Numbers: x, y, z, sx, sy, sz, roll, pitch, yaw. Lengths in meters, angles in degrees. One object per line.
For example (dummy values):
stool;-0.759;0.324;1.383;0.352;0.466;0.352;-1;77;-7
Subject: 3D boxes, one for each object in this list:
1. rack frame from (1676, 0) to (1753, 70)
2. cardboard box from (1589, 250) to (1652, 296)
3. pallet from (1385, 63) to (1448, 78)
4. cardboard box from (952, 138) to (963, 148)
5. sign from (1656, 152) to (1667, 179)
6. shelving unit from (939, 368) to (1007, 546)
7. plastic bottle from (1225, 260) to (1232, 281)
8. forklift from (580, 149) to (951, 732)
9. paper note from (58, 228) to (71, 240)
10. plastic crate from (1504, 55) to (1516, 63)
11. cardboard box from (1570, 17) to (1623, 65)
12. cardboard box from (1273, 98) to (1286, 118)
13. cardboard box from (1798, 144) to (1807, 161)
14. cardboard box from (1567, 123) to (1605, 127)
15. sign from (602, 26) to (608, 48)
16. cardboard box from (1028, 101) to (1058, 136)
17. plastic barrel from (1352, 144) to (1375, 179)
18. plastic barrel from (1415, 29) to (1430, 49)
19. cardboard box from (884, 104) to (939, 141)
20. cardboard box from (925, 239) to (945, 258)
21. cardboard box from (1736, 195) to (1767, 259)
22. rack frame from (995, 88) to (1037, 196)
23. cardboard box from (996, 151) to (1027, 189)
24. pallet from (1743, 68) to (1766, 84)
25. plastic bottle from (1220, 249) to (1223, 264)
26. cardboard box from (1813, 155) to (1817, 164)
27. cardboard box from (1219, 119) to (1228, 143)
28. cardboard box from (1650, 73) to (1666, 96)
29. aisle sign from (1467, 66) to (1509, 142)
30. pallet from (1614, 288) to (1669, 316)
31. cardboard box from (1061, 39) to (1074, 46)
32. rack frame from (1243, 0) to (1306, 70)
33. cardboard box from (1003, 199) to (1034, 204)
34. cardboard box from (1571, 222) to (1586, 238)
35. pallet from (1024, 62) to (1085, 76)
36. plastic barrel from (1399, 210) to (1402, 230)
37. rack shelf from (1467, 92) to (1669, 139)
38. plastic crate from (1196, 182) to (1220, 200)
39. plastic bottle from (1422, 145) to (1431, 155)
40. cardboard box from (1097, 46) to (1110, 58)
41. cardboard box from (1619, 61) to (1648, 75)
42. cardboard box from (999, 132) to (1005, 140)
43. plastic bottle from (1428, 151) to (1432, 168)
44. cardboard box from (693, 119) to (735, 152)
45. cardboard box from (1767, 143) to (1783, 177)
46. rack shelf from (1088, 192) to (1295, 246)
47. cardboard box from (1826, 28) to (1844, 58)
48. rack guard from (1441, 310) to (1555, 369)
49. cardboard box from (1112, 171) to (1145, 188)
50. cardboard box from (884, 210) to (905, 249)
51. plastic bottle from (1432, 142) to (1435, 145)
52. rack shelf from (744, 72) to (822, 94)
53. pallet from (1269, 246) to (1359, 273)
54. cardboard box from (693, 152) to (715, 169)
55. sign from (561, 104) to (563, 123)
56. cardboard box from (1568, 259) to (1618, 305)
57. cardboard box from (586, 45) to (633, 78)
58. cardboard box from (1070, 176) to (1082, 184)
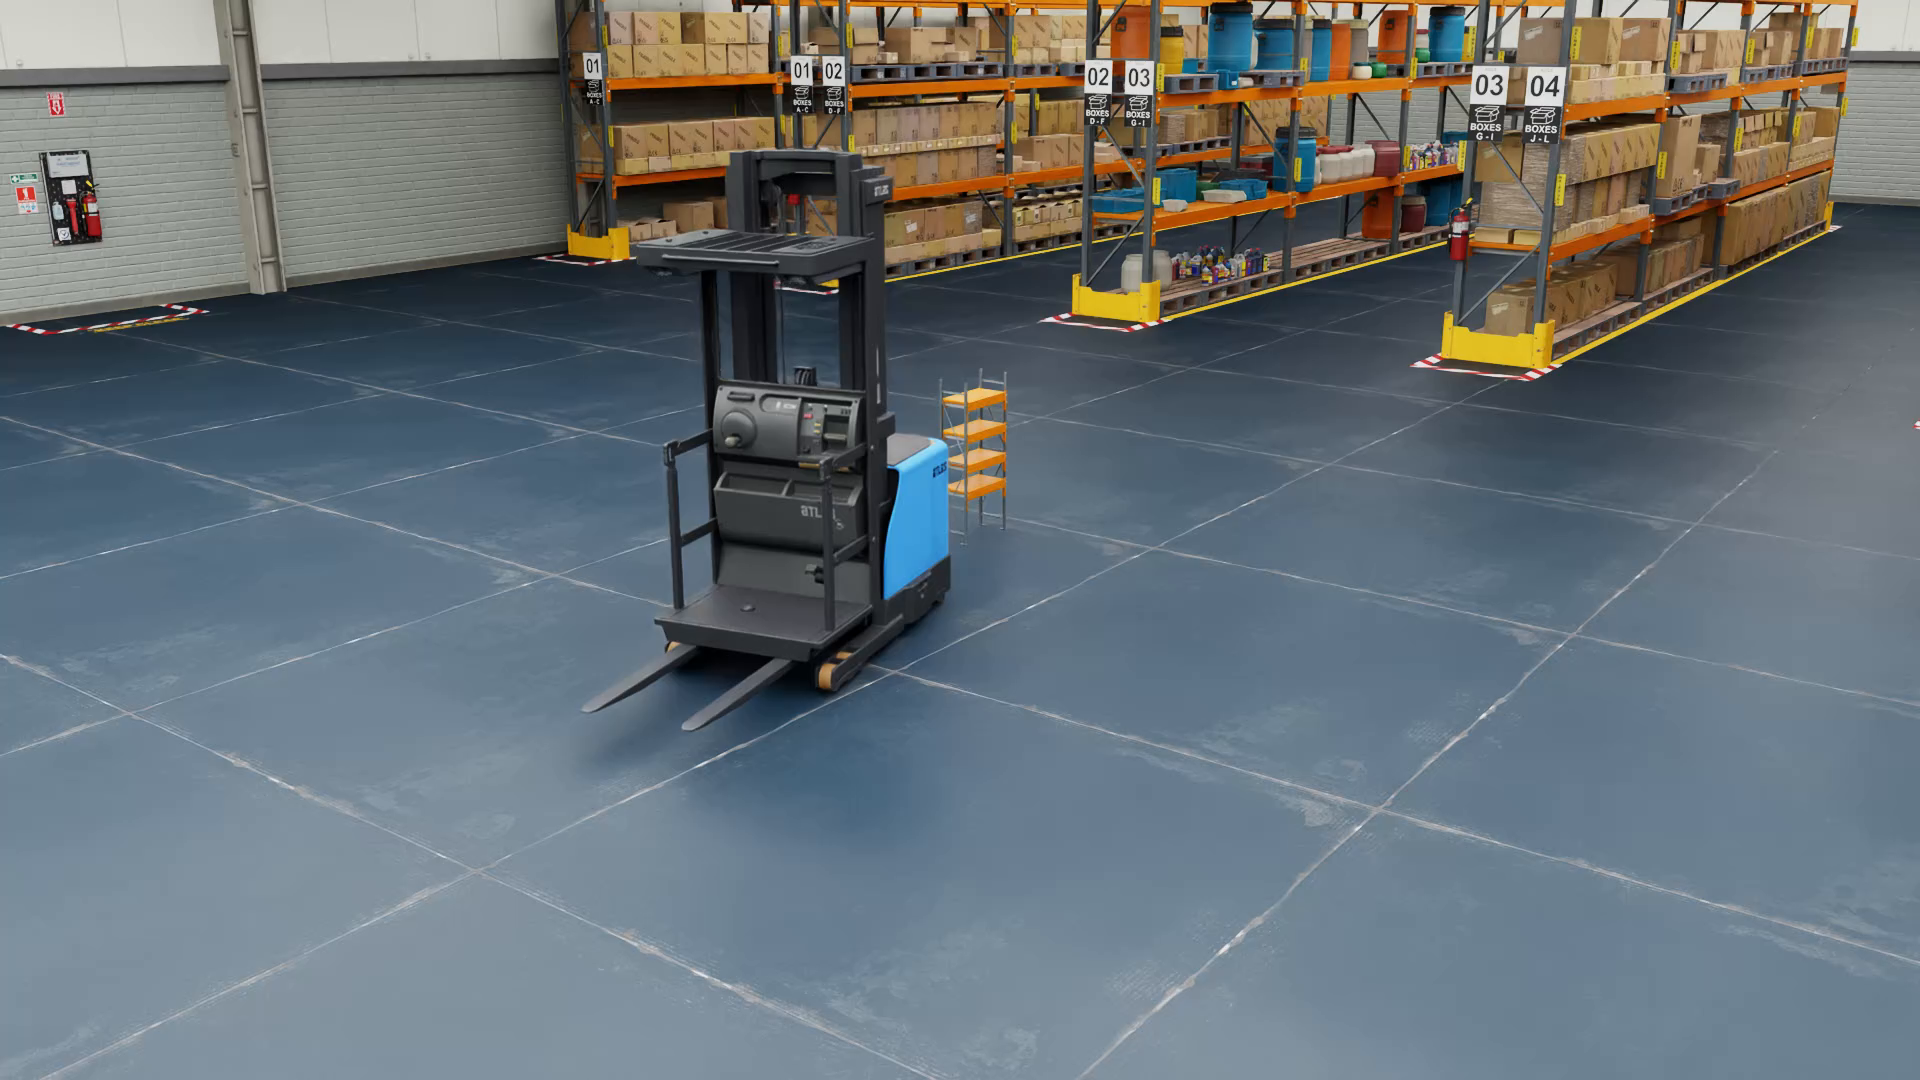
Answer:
rack frame;10.751;-8.204;23.487;1.000;3.000;0.127;12;21;35
cardboard box;8.751;-3.545;22.073;0.700;0.500;0.500;11;20;31
pallet;7.308;-7.721;27.310;1.003;0.211;1.213;12;21;35
cardboard box;-0.183;-6.150;25.728;0.380;0.149;0.250;12;21;34
sign;8.808;-4.705;20.878;0.100;0.325;0.005;12;21;35
shelving unit;0.099;-0.612;12.193;0.258;1.200;0.503;12;21;35
plastic bottle;3.722;-3.746;23.107;0.097;0.271;0.097;0;17;0
forklift;-1.091;-0.676;9.479;1.130;2.935;3.031;7;19;21
paper note;-11.466;-3.917;21.285;0.016;0.148;0.142;12;21;35
plastic crate;10.117;-8.784;30.635;0.497;0.269;0.590;12;21;35
cardboard box;7.086;-5.600;18.648;0.500;0.500;0.500;12;21;34
cardboard box;6.301;-8.876;33.913;0.500;0.500;0.500;12;21;33
cardboard box;13.925;-6.545;28.013;0.500;0.250;0.500;12;21;34
cardboard box;7.599;-4.872;20.517;0.500;0.500;0.500;12;21;35
sign;-5.514;-7.813;25.814;0.100;0.325;0.005;12;21;35
cardboard box;1.537;-9.187;36.263;0.980;0.700;0.700;13;21;36
plastic barrel;6.332;-5.984;26.268;0.421;0.512;0.421;0;17;0
plastic barrel;7.709;-8.361;28.114;0.433;0.535;0.433;0;17;0
cardboard box;-0.742;-6.339;25.243;0.700;0.500;0.500;12;21;35
cardboard box;-0.576;-4.517;25.661;0.500;0.250;0.500;12;21;35
cardboard box;11.716;-4.896;25.827;1.225;0.875;0.875;12;21;35
rack frame;1.200;-8.917;35.901;1.000;3.000;0.127;12;21;35
cardboard box;0.917;-7.913;35.585;0.750;0.750;0.750;13;21;35
pallet;11.092;-6.844;24.484;1.213;0.211;1.003;14;22;37
plastic bottle;3.763;-4.075;24.147;0.061;0.283;0.133;12;21;35
cardboard box;14.659;-6.617;28.917;0.380;0.149;0.250;13;21;36
cardboard box;5.273;-8.255;33.600;0.500;0.500;0.500;13;21;36
cardboard box;8.306;-5.592;20.388;0.500;0.250;0.500;13;22;37
aisle sign;5.707;-4.713;17.979;0.394;0.787;0.004;12;21;35
pallet;8.831;-3.240;22.321;1.003;0.211;1.213;12;21;35
cardboard box;2.139;-10.763;36.164;0.500;0.250;0.500;12;21;34
rack frame;4.390;-8.126;23.238;1.000;3.000;0.127;12;21;35
cardboard box;1.030;-5.683;28.469;0.500;0.311;0.500;12;21;35
cardboard box;6.958;-3.574;19.117;0.380;0.149;0.250;12;21;35
pallet;1.801;-7.988;28.169;1.003;0.211;1.213;14;22;37
plastic barrel;7.316;-5.496;28.371;0.421;0.512;0.421;0;17;0
rack shelf;7.176;-4.998;19.437;1.077;0.370;4.000;12;21;35
plastic crate;3.355;-4.886;23.279;0.450;0.188;0.662;12;21;35
plastic bottle;8.013;-6.599;28.518;0.144;0.351;0.185;12;21;35
cardboard box;2.275;-8.405;28.740;0.500;0.250;0.500;13;22;36
cardboard box;7.950;-5.616;19.793;0.380;0.149;0.250;12;21;33
cardboard box;0.794;-8.485;34.899;0.380;0.149;0.250;12;21;35
plastic bottle;7.933;-6.441;28.145;0.097;0.271;0.097;0;17;0
cardboard box;-4.201;-6.903;28.368;0.500;0.500;0.500;12;21;33
cardboard box;12.775;-6.063;26.541;0.500;0.500;0.500;13;22;36
rack shelf;3.198;-4.441;22.700;1.077;0.370;4.000;12;21;35
cardboard box;15.251;-8.839;29.547;0.700;0.500;0.500;11;20;31
rack guard;6.030;-2.258;18.670;1.175;0.500;0.348;12;21;35
cardboard box;3.196;-6.743;31.108;0.500;0.250;0.500;13;22;37
cardboard box;-1.175;-4.638;24.785;0.500;0.500;0.500;12;21;35
plastic bottle;8.596;-7.099;30.242;0.061;0.283;0.133;12;21;35
rack shelf;-2.375;-8.577;30.961;1.077;0.370;4.000;12;21;35
pallet;5.553;-4.415;26.105;1.003;0.211;1.213;12;21;35
cardboard box;-4.495;-6.424;28.090;0.500;0.250;0.500;13;21;35
sign;-6.383;-6.866;26.810;0.100;0.325;0.005;12;21;35
cardboard box;8.097;-3.304;21.334;0.500;0.500;0.500;12;21;33
cardboard box;-5.550;-7.584;26.349;0.500;0.500;0.500;13;22;36
cardboard box;2.338;-8.325;37.500;0.700;0.500;0.500;13;21;36
